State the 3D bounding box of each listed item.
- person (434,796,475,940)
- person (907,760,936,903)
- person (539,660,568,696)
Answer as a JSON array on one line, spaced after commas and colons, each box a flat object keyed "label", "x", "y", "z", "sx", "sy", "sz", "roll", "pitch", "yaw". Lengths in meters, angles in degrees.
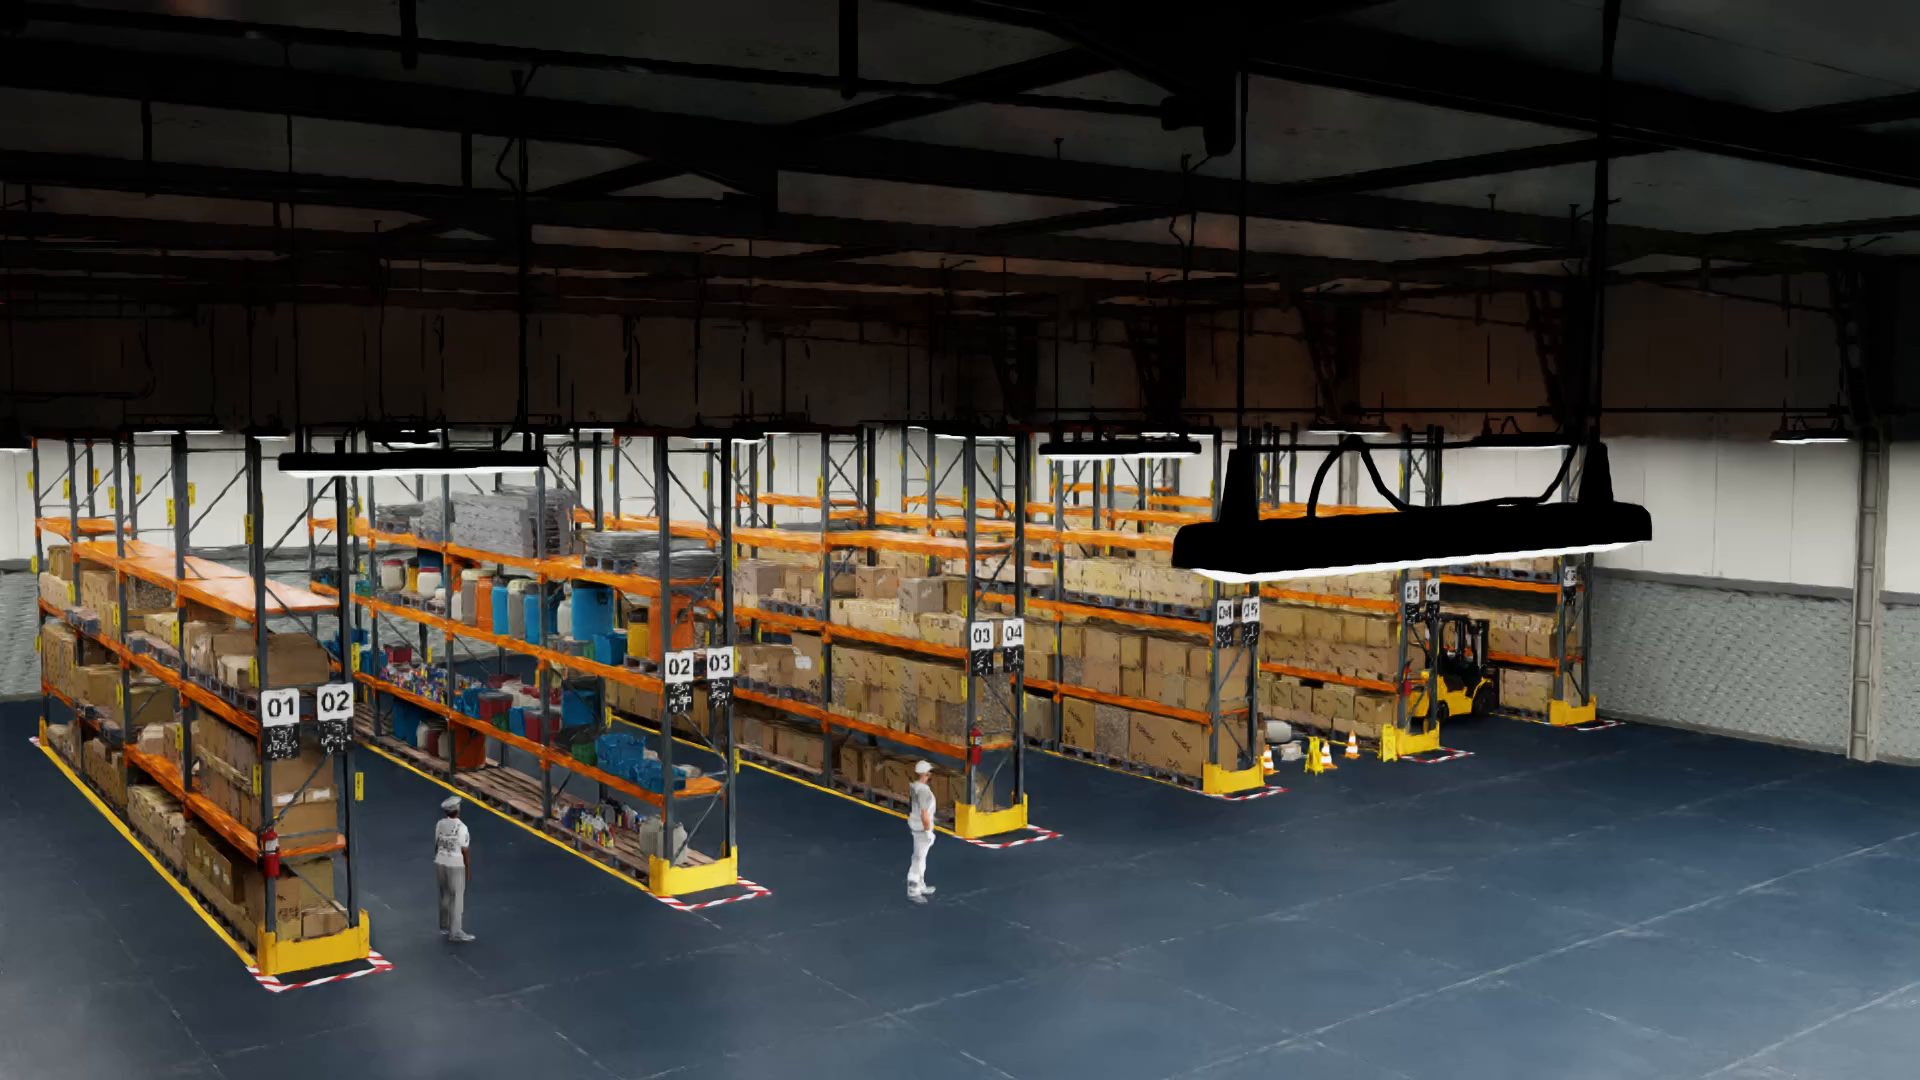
[{"label": "person", "x": -6.043, "y": 3.916, "z": 19.911, "sx": 0.551, "sy": 1.683, "sz": 0.440, "roll": 2, "pitch": 5, "yaw": 26}, {"label": "person", "x": -0.491, "y": 3.734, "z": 21.493, "sx": 0.434, "sy": 1.791, "sz": 0.629, "roll": -1, "pitch": 5, "yaw": -12}, {"label": "person", "x": -8.143, "y": 2.924, "z": 33.330, "sx": 0.598, "sy": 1.599, "sz": 0.503, "roll": -4, "pitch": 6, "yaw": -38}]
